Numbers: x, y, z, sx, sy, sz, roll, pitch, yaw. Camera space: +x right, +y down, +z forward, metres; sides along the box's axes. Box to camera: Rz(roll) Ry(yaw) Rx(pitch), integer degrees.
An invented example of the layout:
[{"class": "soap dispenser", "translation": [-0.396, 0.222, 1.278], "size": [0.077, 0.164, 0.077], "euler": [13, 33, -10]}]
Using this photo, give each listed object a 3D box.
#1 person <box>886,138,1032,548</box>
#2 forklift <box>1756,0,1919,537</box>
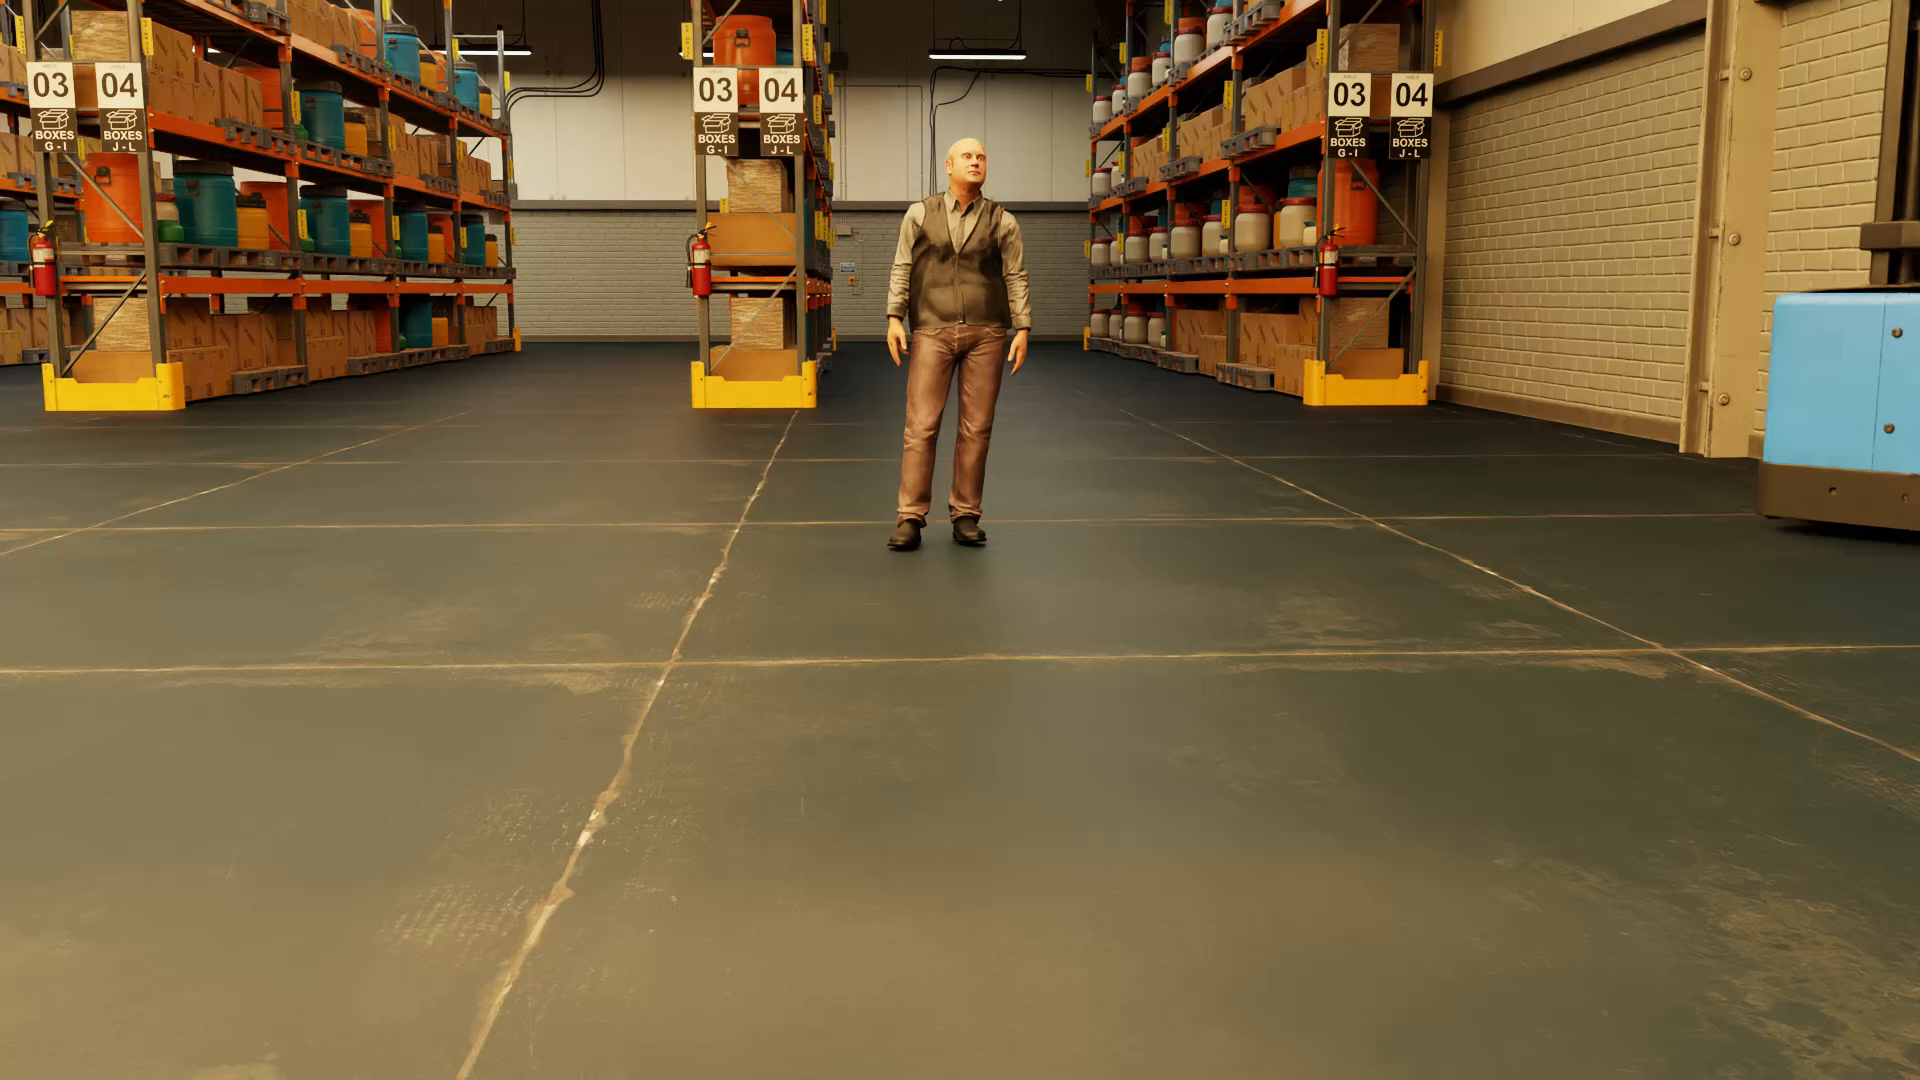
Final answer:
[{"class": "person", "translation": [-0.004, -0.850, 7.121], "size": [0.632, 1.720, 0.568], "euler": [-1, 8, -4]}, {"class": "forklift", "translation": [5.126, -1.578, 7.960], "size": [3.031, 2.935, 1.130], "euler": [-7, 11, -38]}]
